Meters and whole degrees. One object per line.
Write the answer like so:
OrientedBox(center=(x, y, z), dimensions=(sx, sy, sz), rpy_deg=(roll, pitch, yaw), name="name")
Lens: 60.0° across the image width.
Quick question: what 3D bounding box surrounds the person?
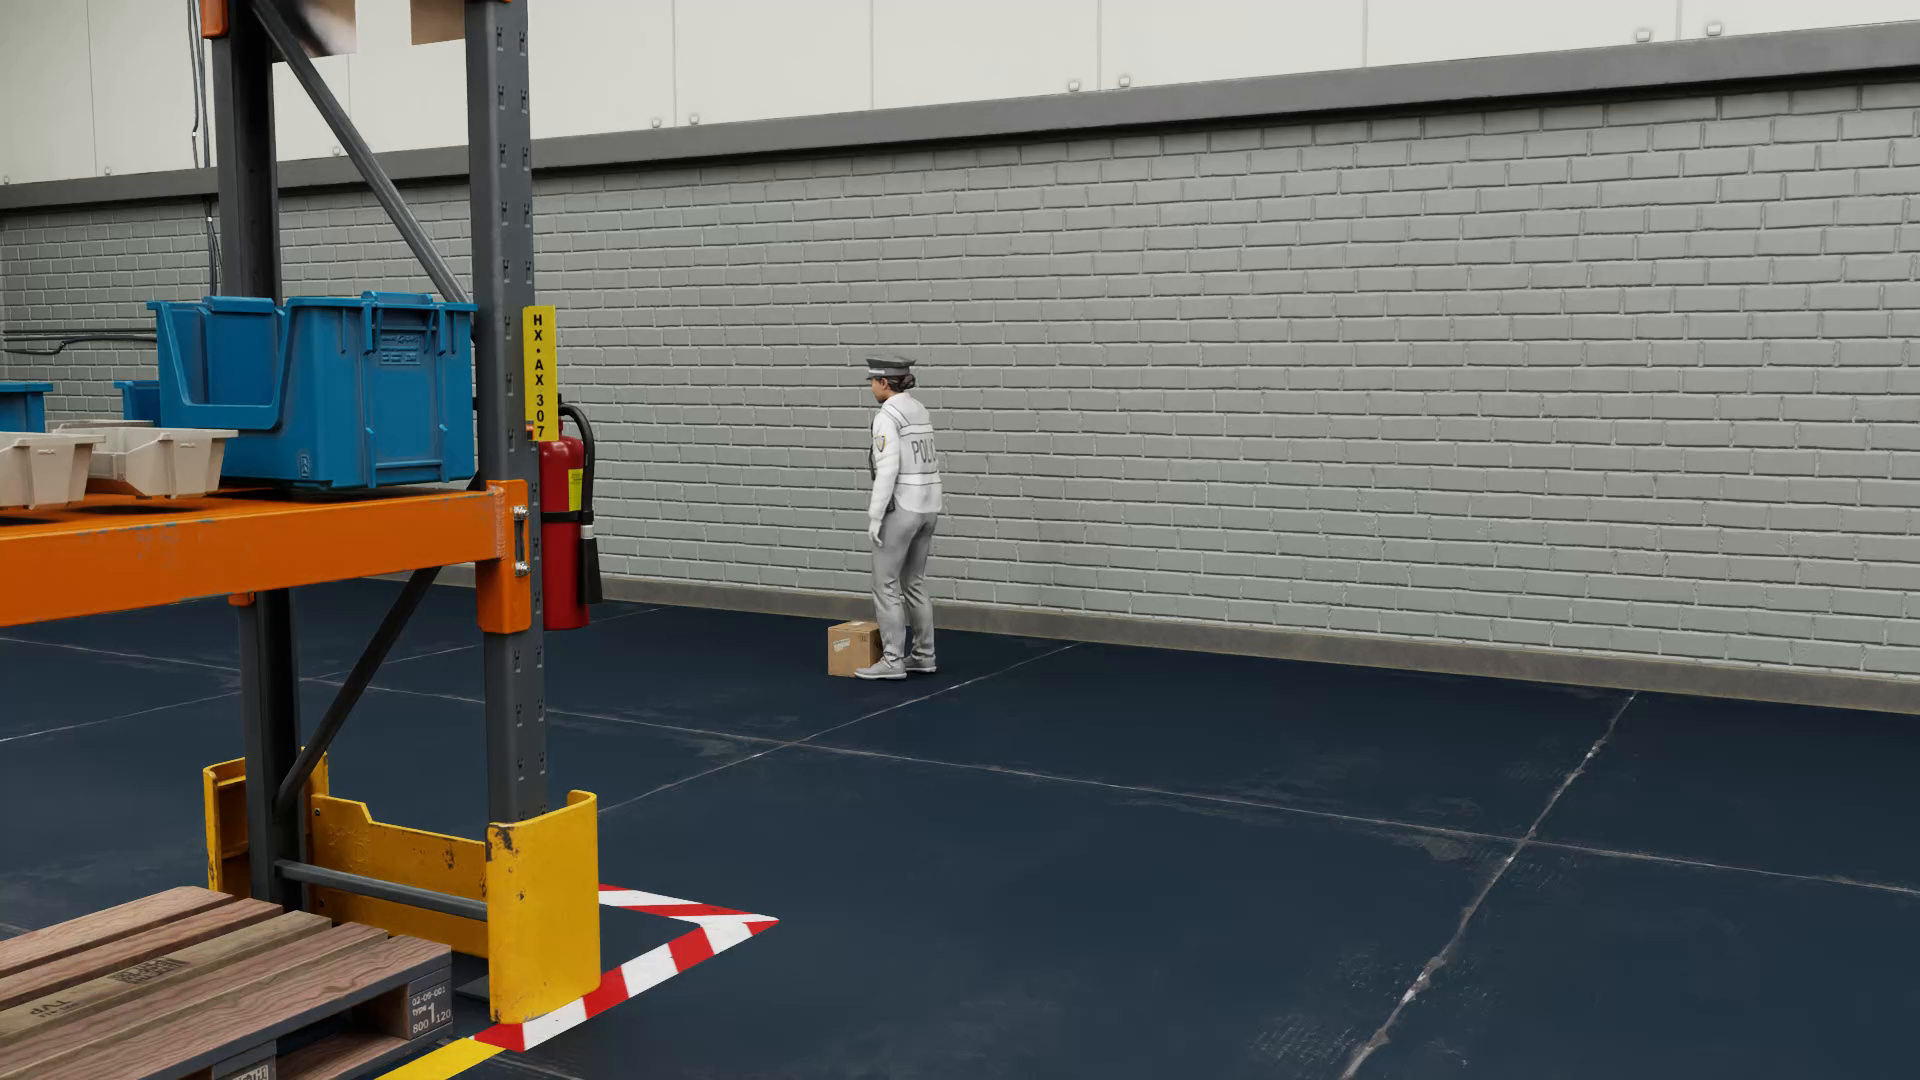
OrientedBox(center=(-0.312, -0.121, 8.495), dimensions=(0.409, 1.663, 0.527), rpy_deg=(3, 7, 29), name="person")
